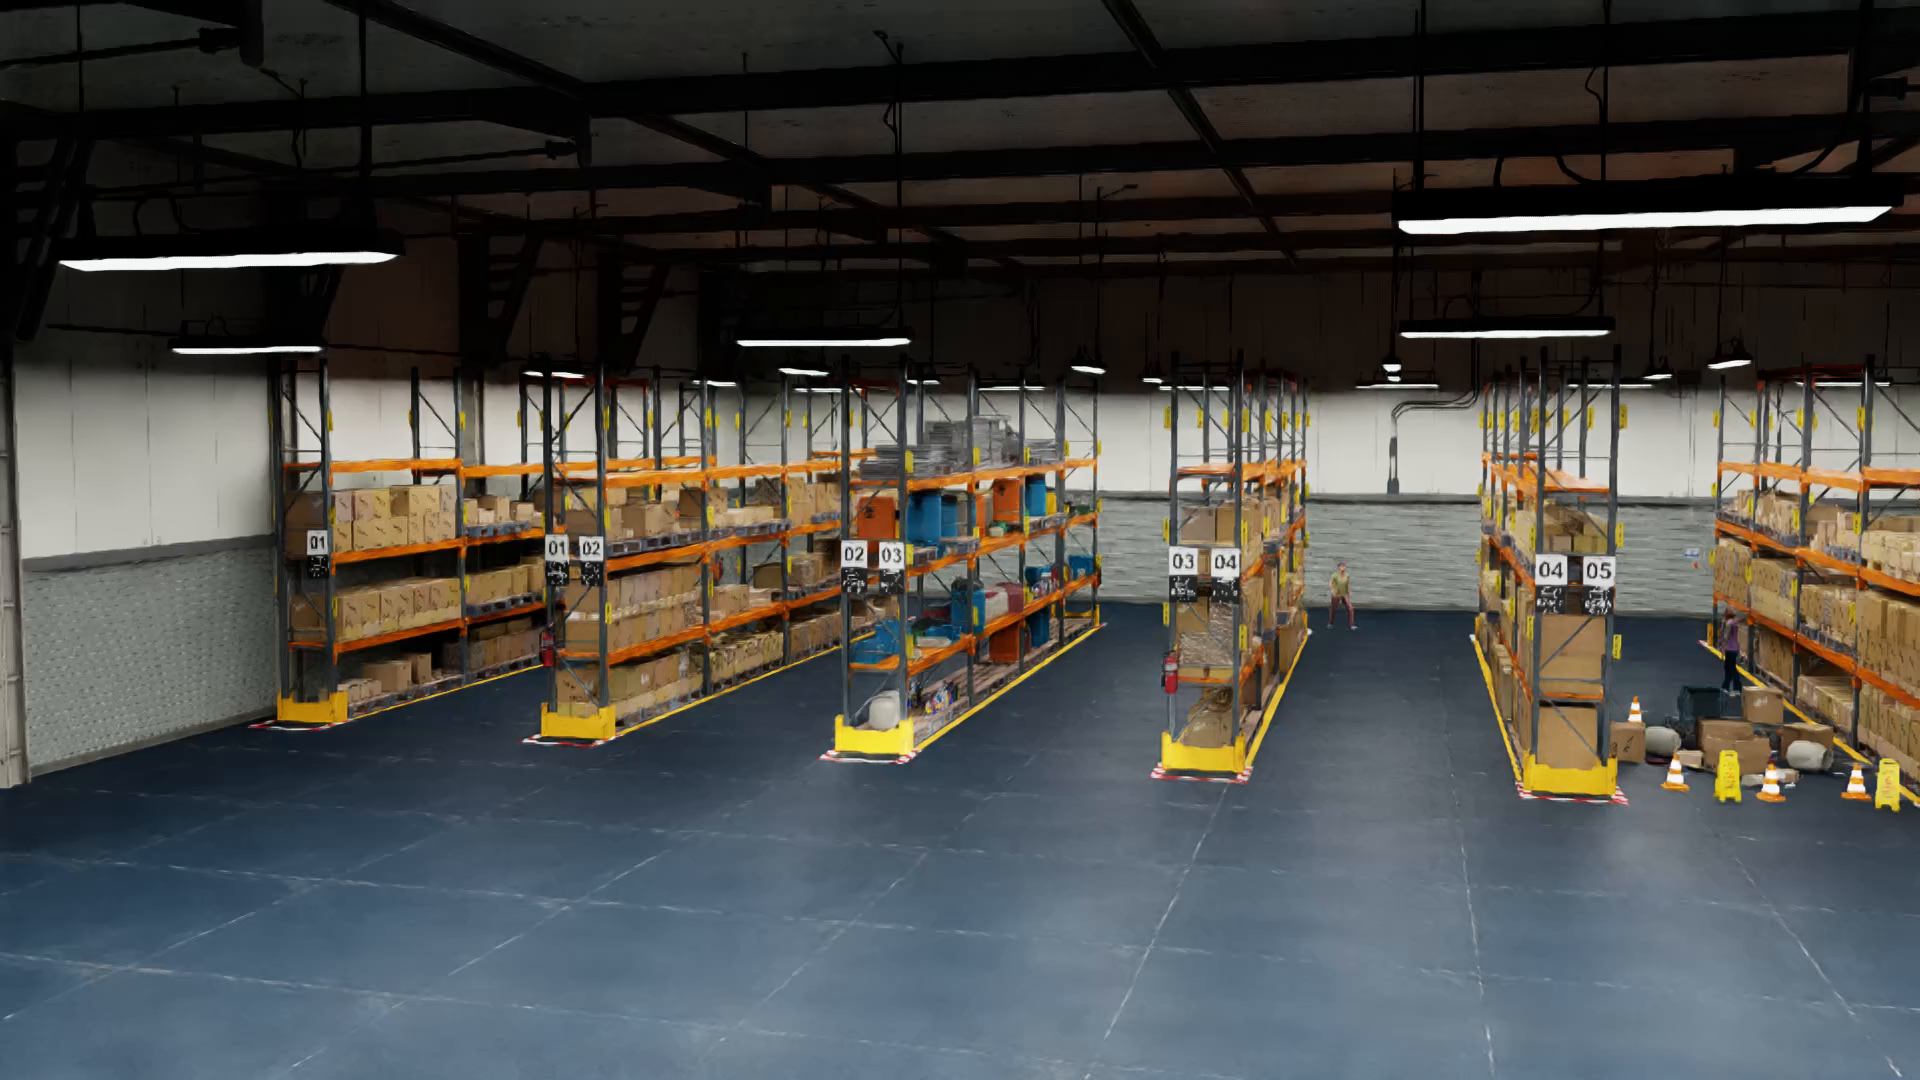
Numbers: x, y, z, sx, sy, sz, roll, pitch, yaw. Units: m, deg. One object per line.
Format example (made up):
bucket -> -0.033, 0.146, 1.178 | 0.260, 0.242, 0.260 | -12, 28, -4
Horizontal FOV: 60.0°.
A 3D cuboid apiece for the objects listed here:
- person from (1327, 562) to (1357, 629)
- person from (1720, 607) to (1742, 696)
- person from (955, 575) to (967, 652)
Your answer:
person -> 9.149, 1.318, 39.956 | 0.611, 1.603, 0.817 | 0, 4, -2
person -> 13.998, 2.015, 30.293 | 0.532, 1.588, 0.535 | 3, 5, 37
person -> 0.014, 1.585, 36.054 | 0.429, 1.639, 0.530 | -1, 4, -17
